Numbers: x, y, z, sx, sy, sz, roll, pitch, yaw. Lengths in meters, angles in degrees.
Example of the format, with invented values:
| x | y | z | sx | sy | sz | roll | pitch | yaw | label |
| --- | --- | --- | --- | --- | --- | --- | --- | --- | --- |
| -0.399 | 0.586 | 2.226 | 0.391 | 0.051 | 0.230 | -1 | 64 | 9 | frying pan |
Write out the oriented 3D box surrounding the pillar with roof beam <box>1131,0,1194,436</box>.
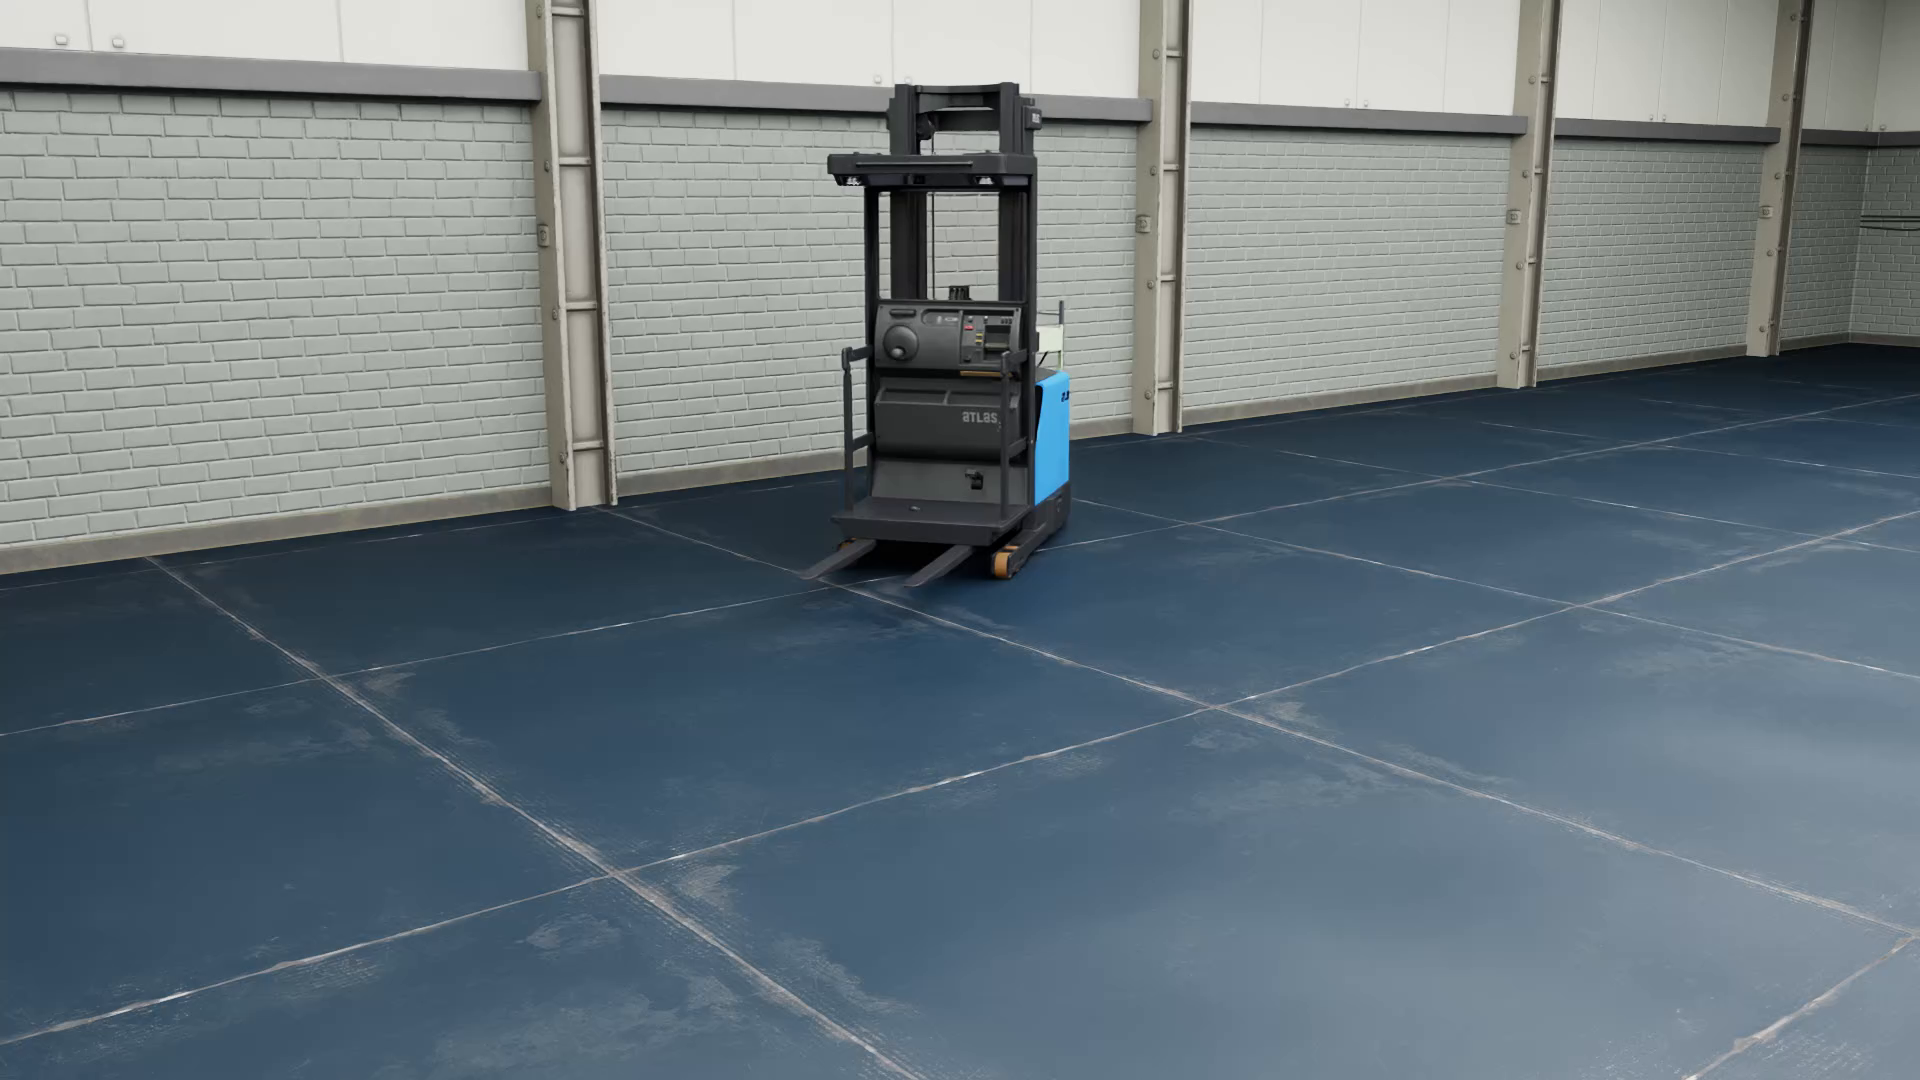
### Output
| x | y | z | sx | sy | sz | roll | pitch | yaw | label |
| --- | --- | --- | --- | --- | --- | --- | --- | --- | --- |
| 4.582 | -4.746 | 11.813 | 0.400 | 9.000 | 9.100 | -9 | 15 | -38 | pillar with roof beam |

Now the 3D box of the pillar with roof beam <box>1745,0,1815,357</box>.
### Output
| x | y | z | sx | sy | sz | roll | pitch | yaw | label |
| --- | --- | --- | --- | --- | --- | --- | --- | --- | --- |
| 13.952 | -6.303 | 19.146 | 0.400 | 9.000 | 9.100 | -9 | 15 | -38 | pillar with roof beam |

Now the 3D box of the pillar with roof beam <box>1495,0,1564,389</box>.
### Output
| x | y | z | sx | sy | sz | roll | pitch | yaw | label |
| --- | --- | --- | --- | --- | --- | --- | --- | --- | --- |
| 9.267 | -5.524 | 15.479 | 0.400 | 9.000 | 9.100 | -9 | 15 | -38 | pillar with roof beam |

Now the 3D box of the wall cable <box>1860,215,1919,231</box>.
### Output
| x | y | z | sx | sy | sz | roll | pitch | yaw | label |
| --- | --- | --- | --- | --- | --- | --- | --- | --- | --- |
| 14.389 | -5.650 | 23.547 | 0.112 | 2.526 | 3.097 | -9 | 15 | -38 | wall cable |

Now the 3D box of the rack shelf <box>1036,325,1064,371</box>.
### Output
| x | y | z | sx | sy | sz | roll | pitch | yaw | label |
| --- | --- | --- | --- | --- | --- | --- | --- | --- | --- |
| 0.357 | -1.371 | 12.093 | 0.431 | 0.370 | 0.720 | 12 | 17 | 44 | rack shelf |

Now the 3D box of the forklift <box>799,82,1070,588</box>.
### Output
| x | y | z | sx | sy | sz | roll | pitch | yaw | label |
| --- | --- | --- | --- | --- | --- | --- | --- | --- | --- |
| -0.135 | -1.288 | 10.140 | 1.130 | 2.935 | 3.031 | 3 | 12 | 16 | forklift |

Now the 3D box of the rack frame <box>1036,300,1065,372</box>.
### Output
| x | y | z | sx | sy | sz | roll | pitch | yaw | label |
| --- | --- | --- | --- | --- | --- | --- | --- | --- | --- |
| 0.615 | -1.043 | 12.429 | 0.400 | 1.500 | 0.023 | 12 | 17 | 44 | rack frame |

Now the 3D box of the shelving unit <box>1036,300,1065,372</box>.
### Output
| x | y | z | sx | sy | sz | roll | pitch | yaw | label |
| --- | --- | --- | --- | --- | --- | --- | --- | --- | --- |
| 0.357 | -0.989 | 12.174 | 0.431 | 1.500 | 0.755 | 12 | 17 | 44 | shelving unit |

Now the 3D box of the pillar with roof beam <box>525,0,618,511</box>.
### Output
| x | y | z | sx | sy | sz | roll | pitch | yaw | label |
| --- | --- | --- | --- | --- | --- | --- | --- | --- | --- |
| -0.103 | -3.967 | 8.146 | 0.400 | 9.000 | 9.100 | -9 | 15 | -38 | pillar with roof beam |
